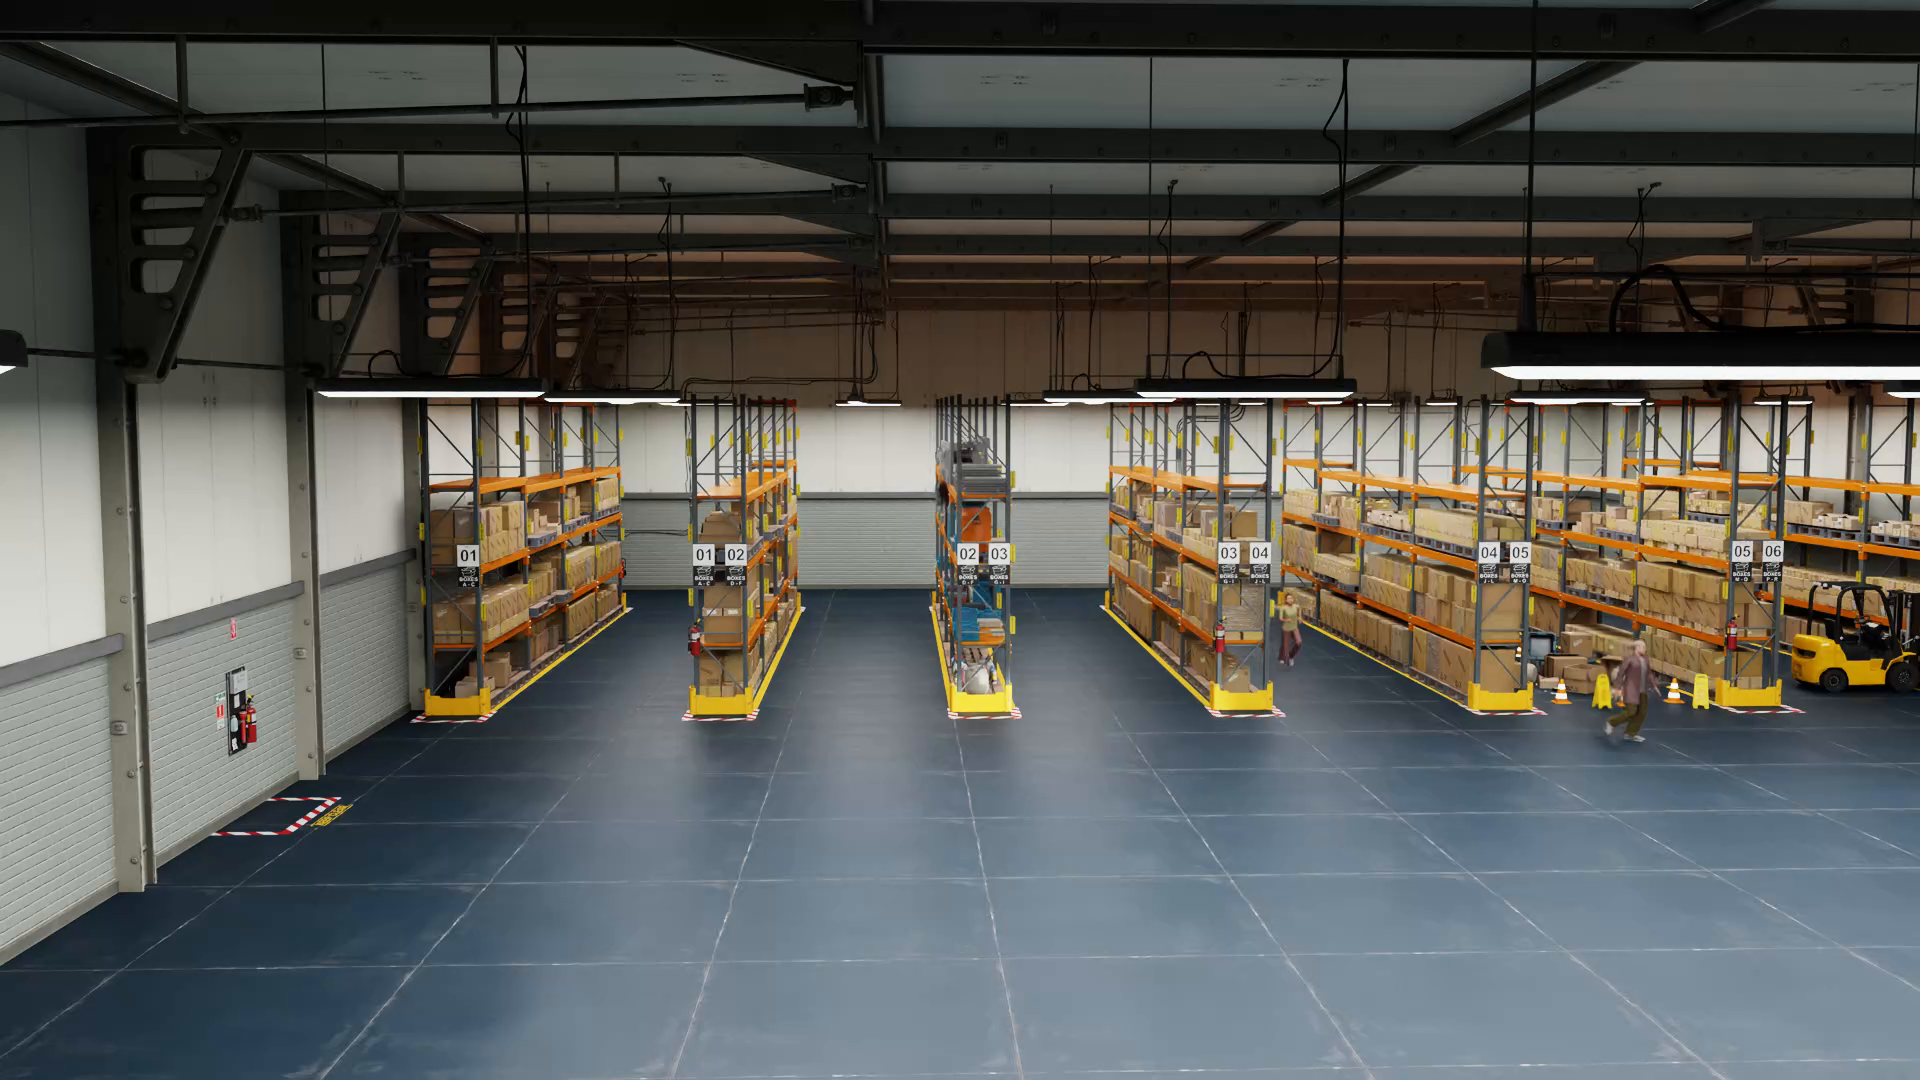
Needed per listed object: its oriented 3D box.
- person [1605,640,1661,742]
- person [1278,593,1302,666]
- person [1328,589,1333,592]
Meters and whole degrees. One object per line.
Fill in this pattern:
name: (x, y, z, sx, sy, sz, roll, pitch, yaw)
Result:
person: (11.580, 2.590, 28.688, 0.741, 1.746, 0.736, -3, 5, -31)
person: (7.320, 1.983, 36.824, 0.610, 1.618, 0.790, -1, 5, -10)
person: (11.172, 0.975, 49.023, 0.856, 1.832, 0.652, -1, 5, -14)
